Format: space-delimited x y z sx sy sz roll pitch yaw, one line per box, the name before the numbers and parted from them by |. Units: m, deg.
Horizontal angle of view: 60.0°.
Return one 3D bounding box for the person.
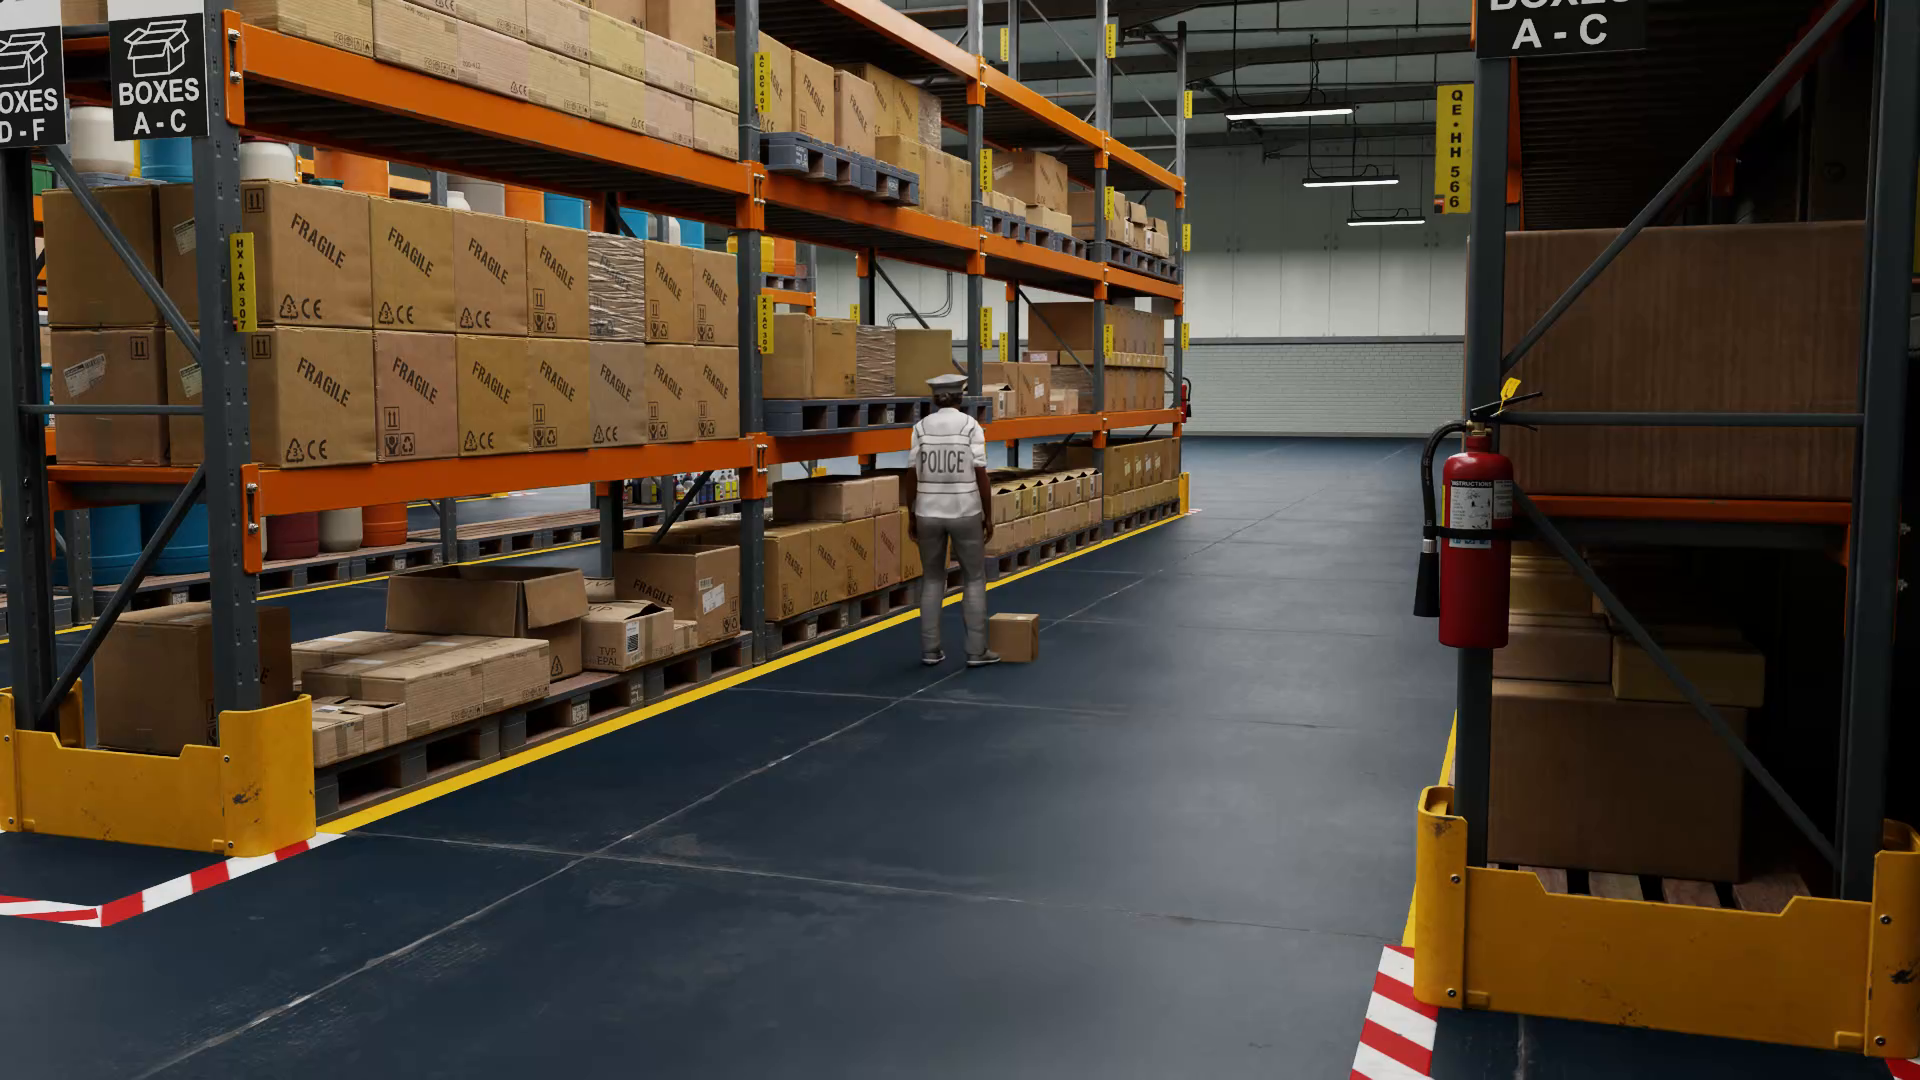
person | -0.045 -0.115 9.488 0.530 1.658 0.397 1 5 13
